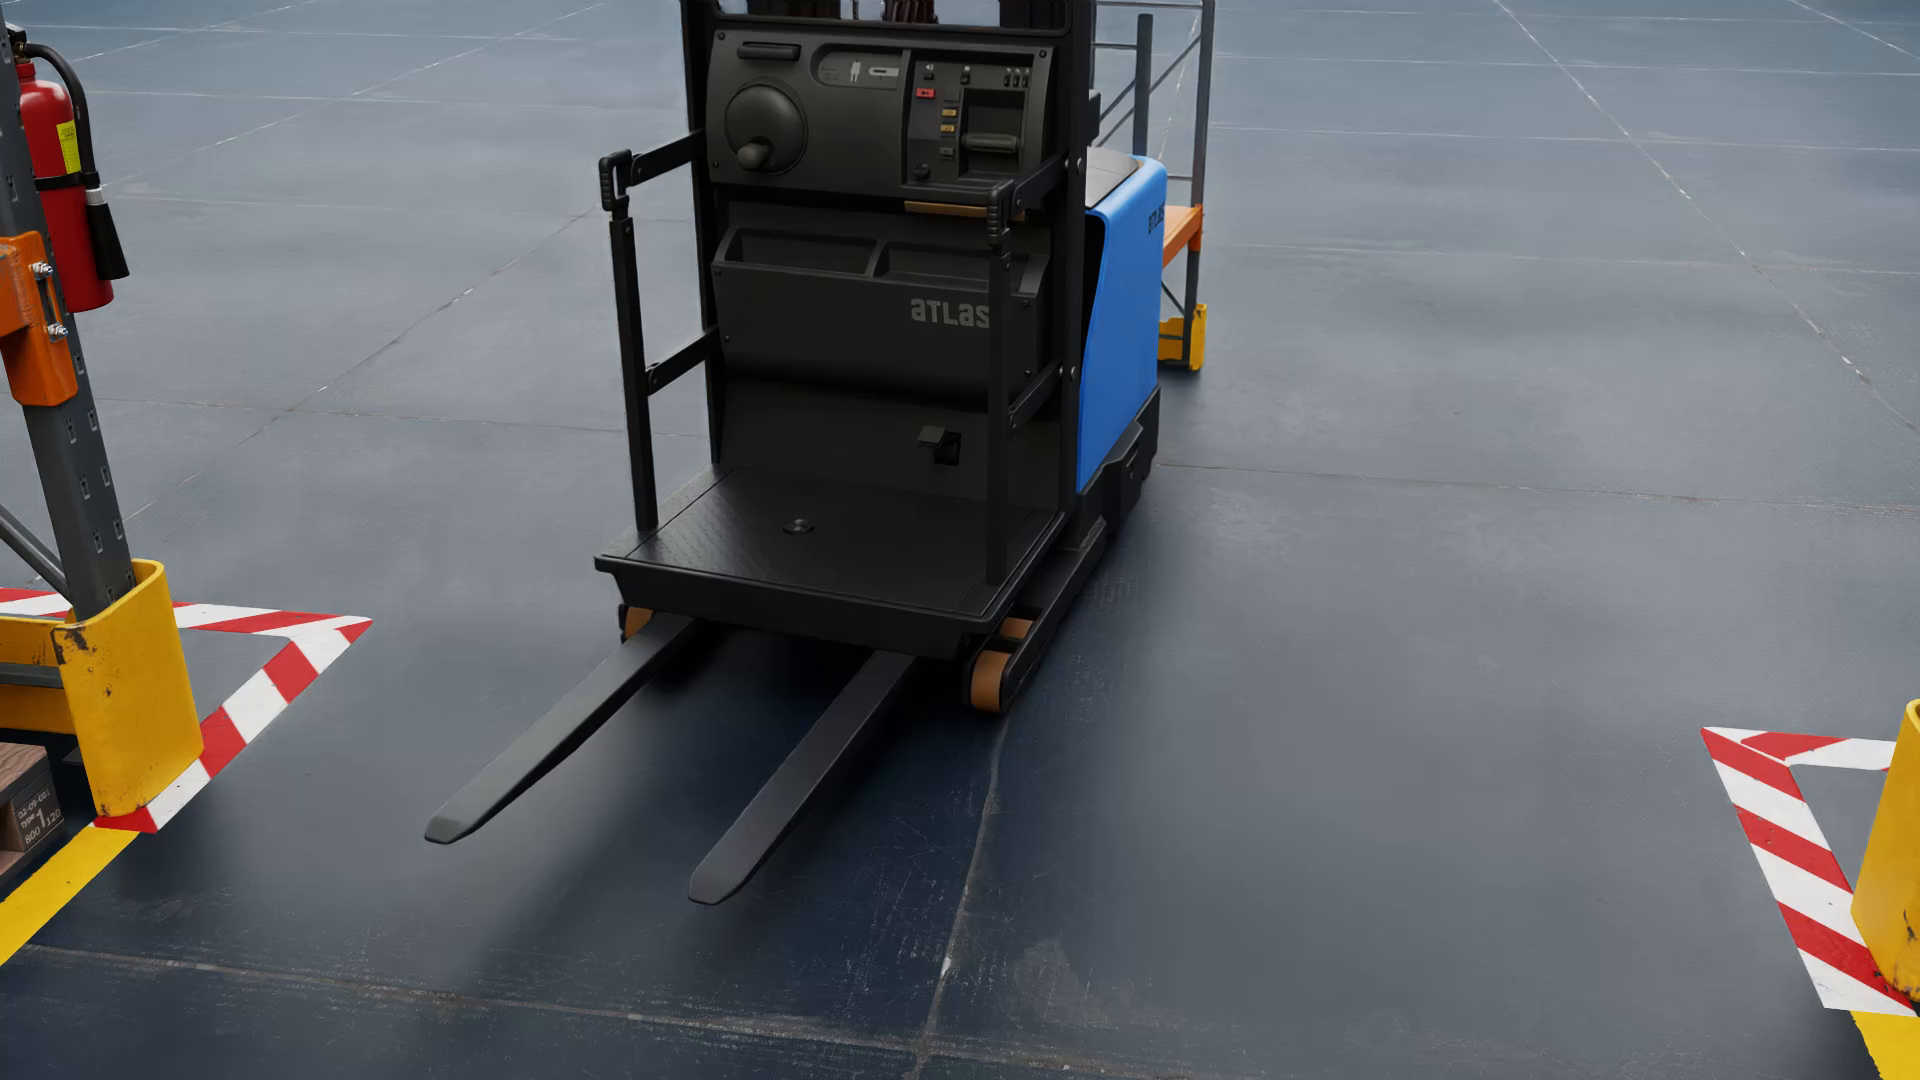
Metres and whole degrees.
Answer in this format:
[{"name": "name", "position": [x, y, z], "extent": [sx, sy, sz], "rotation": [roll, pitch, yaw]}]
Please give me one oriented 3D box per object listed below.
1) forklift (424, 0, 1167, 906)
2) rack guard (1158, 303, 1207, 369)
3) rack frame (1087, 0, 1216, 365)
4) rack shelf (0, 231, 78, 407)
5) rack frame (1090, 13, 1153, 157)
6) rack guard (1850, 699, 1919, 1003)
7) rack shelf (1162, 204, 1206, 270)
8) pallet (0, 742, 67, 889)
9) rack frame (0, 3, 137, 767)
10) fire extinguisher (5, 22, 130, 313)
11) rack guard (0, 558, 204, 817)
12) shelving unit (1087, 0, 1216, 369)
[{"name": "forklift", "position": [-0.287, -1.072, 4.084], "extent": [1.130, 2.935, 3.031], "rotation": [8, 26, 17]}, {"name": "rack guard", "position": [0.705, -0.858, 6.789], "extent": [0.587, 0.250, 0.087], "rotation": [8, 26, 17]}, {"name": "rack frame", "position": [0.712, -1.432, 6.541], "extent": [0.500, 1.500, 0.032], "rotation": [8, 26, 17]}, {"name": "rack shelf", "position": [-2.787, 0.309, 1.900], "extent": [1.077, 0.370, 4.000], "rotation": [4, 25, 9]}, {"name": "rack frame", "position": [0.375, -1.026, 5.672], "extent": [0.500, 1.500, 0.032], "rotation": [8, 26, 17]}, {"name": "rack guard", "position": [2.460, 0.657, 3.257], "extent": [1.175, 0.500, 0.348], "rotation": [4, 25, 9]}, {"name": "rack shelf", "position": [0.543, -1.066, 6.182], "extent": [0.538, 0.185, 1.000], "rotation": [8, 26, 17]}, {"name": "pallet", "position": [-2.641, 0.779, 3.338], "extent": [1.003, 0.211, 1.213], "rotation": [4, 25, 9]}, {"name": "rack frame", "position": [-2.460, -0.853, 3.535], "extent": [1.000, 3.000, 0.127], "rotation": [4, 25, 9]}, {"name": "fire extinguisher", "position": [-1.987, -0.834, 3.585], "extent": [0.296, 0.674, 0.183], "rotation": [4, 25, 9]}, {"name": "rack guard", "position": [-2.473, 0.310, 3.997], "extent": [1.175, 0.500, 0.348], "rotation": [4, 25, 9]}, {"name": "shelving unit", "position": [0.540, -1.225, 6.098], "extent": [0.587, 1.500, 1.083], "rotation": [8, 26, 17]}]
